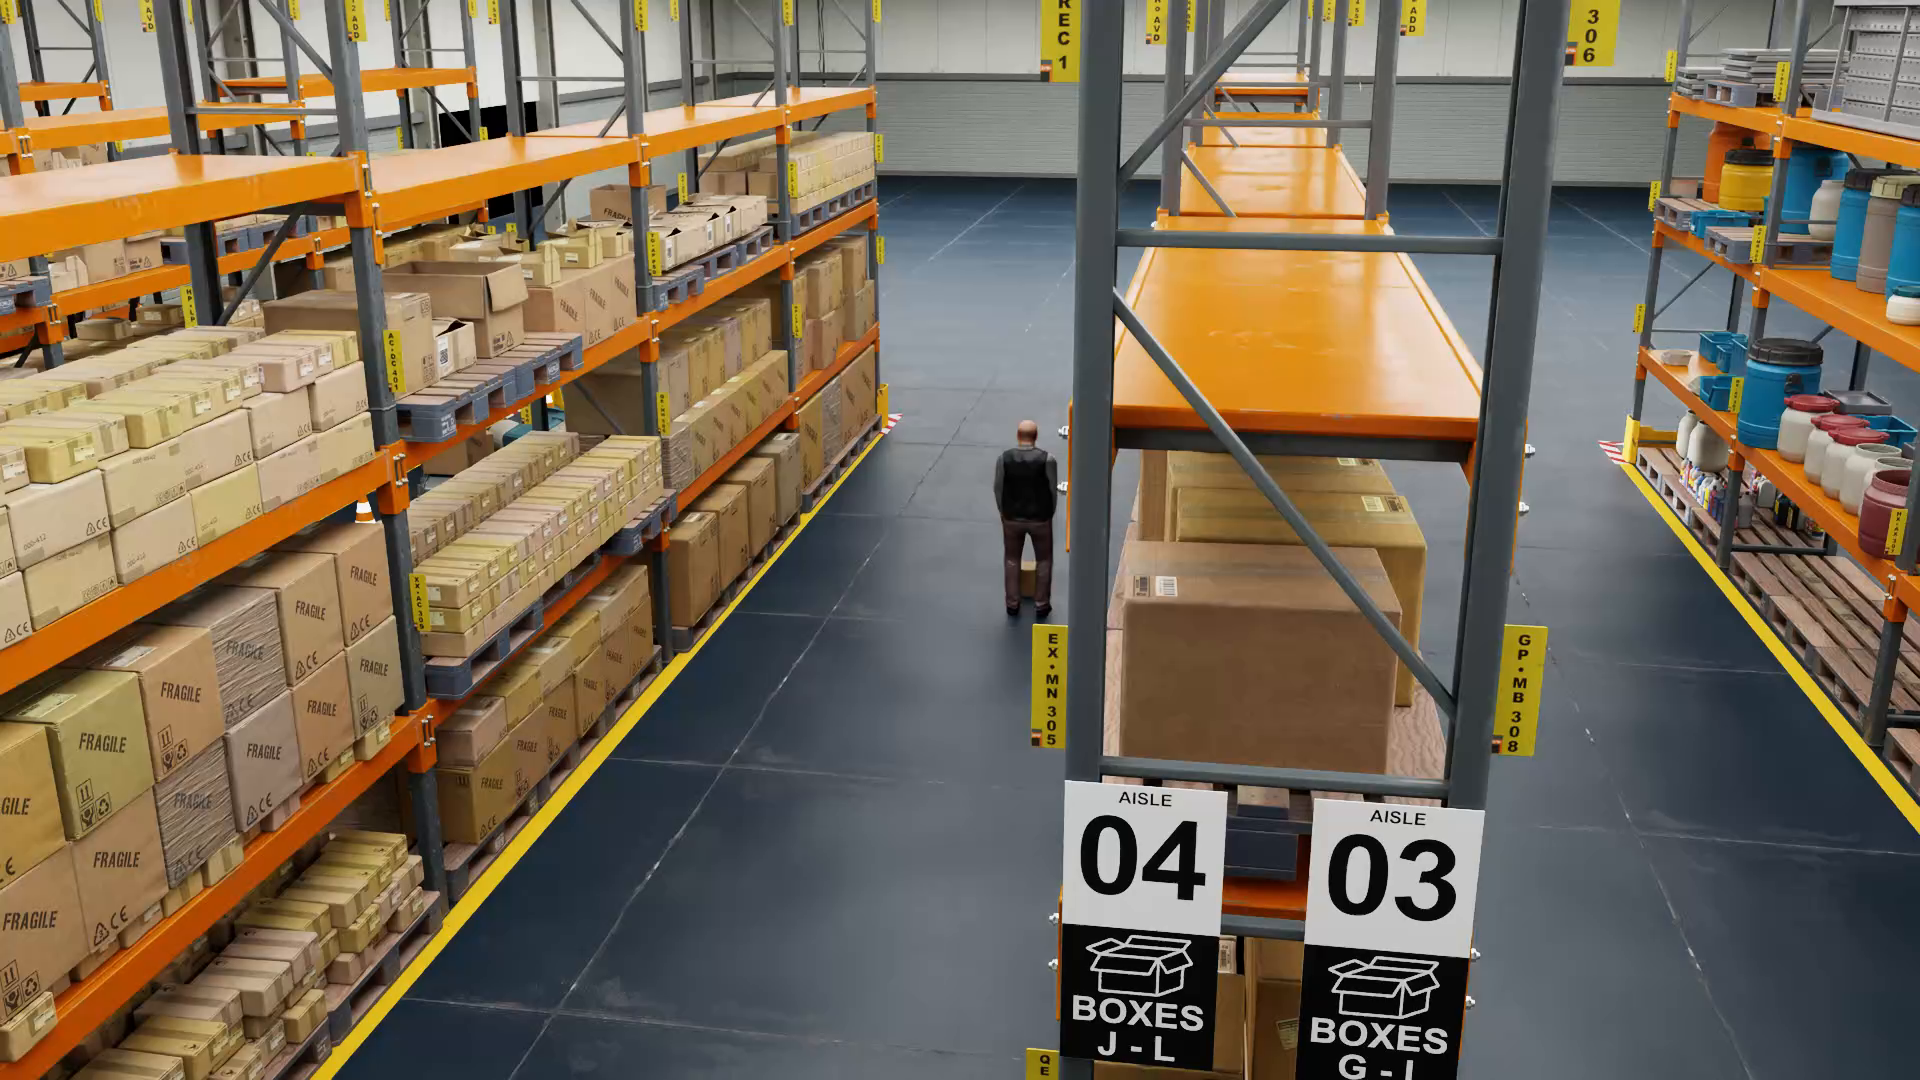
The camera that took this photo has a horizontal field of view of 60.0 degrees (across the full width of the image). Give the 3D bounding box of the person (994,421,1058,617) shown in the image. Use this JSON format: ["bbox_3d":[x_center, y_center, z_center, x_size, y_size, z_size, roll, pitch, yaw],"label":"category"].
[{"bbox_3d":[0.558,-0.179,14.213,0.552,1.686,0.410,3,18,10],"label":"person"}]
